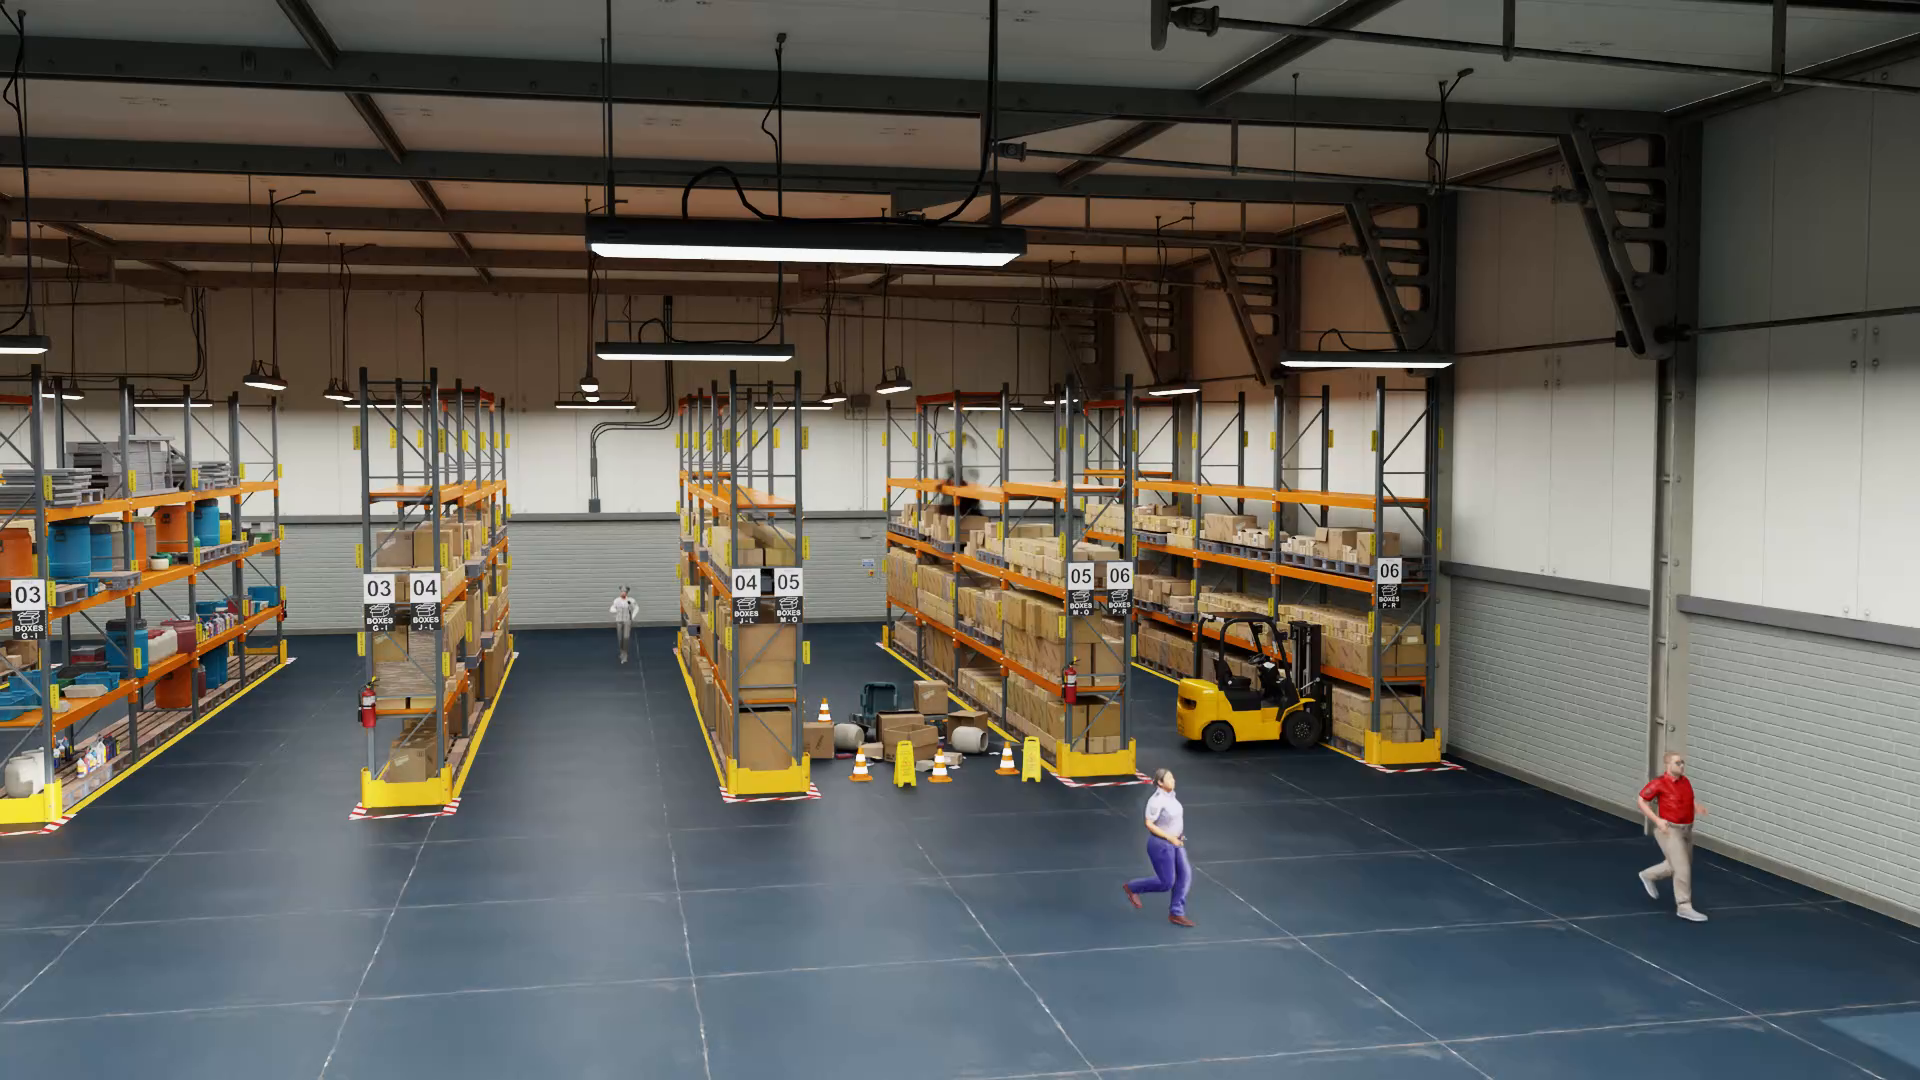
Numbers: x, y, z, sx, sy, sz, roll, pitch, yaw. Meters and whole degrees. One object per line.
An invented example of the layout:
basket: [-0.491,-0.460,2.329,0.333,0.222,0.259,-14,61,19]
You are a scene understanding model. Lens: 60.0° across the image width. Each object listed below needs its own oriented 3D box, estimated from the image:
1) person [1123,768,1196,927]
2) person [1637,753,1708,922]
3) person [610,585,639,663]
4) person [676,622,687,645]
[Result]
person: [2.100,3.181,17.313,0.764,1.631,0.616,2,4,30]
person: [7.538,3.096,17.578,0.674,1.696,0.900,-2,4,-30]
person: [-7.652,1.901,37.829,0.613,1.753,0.673,0,3,3]
person: [-6.569,1.761,40.723,0.853,1.673,0.802,0,3,7]
